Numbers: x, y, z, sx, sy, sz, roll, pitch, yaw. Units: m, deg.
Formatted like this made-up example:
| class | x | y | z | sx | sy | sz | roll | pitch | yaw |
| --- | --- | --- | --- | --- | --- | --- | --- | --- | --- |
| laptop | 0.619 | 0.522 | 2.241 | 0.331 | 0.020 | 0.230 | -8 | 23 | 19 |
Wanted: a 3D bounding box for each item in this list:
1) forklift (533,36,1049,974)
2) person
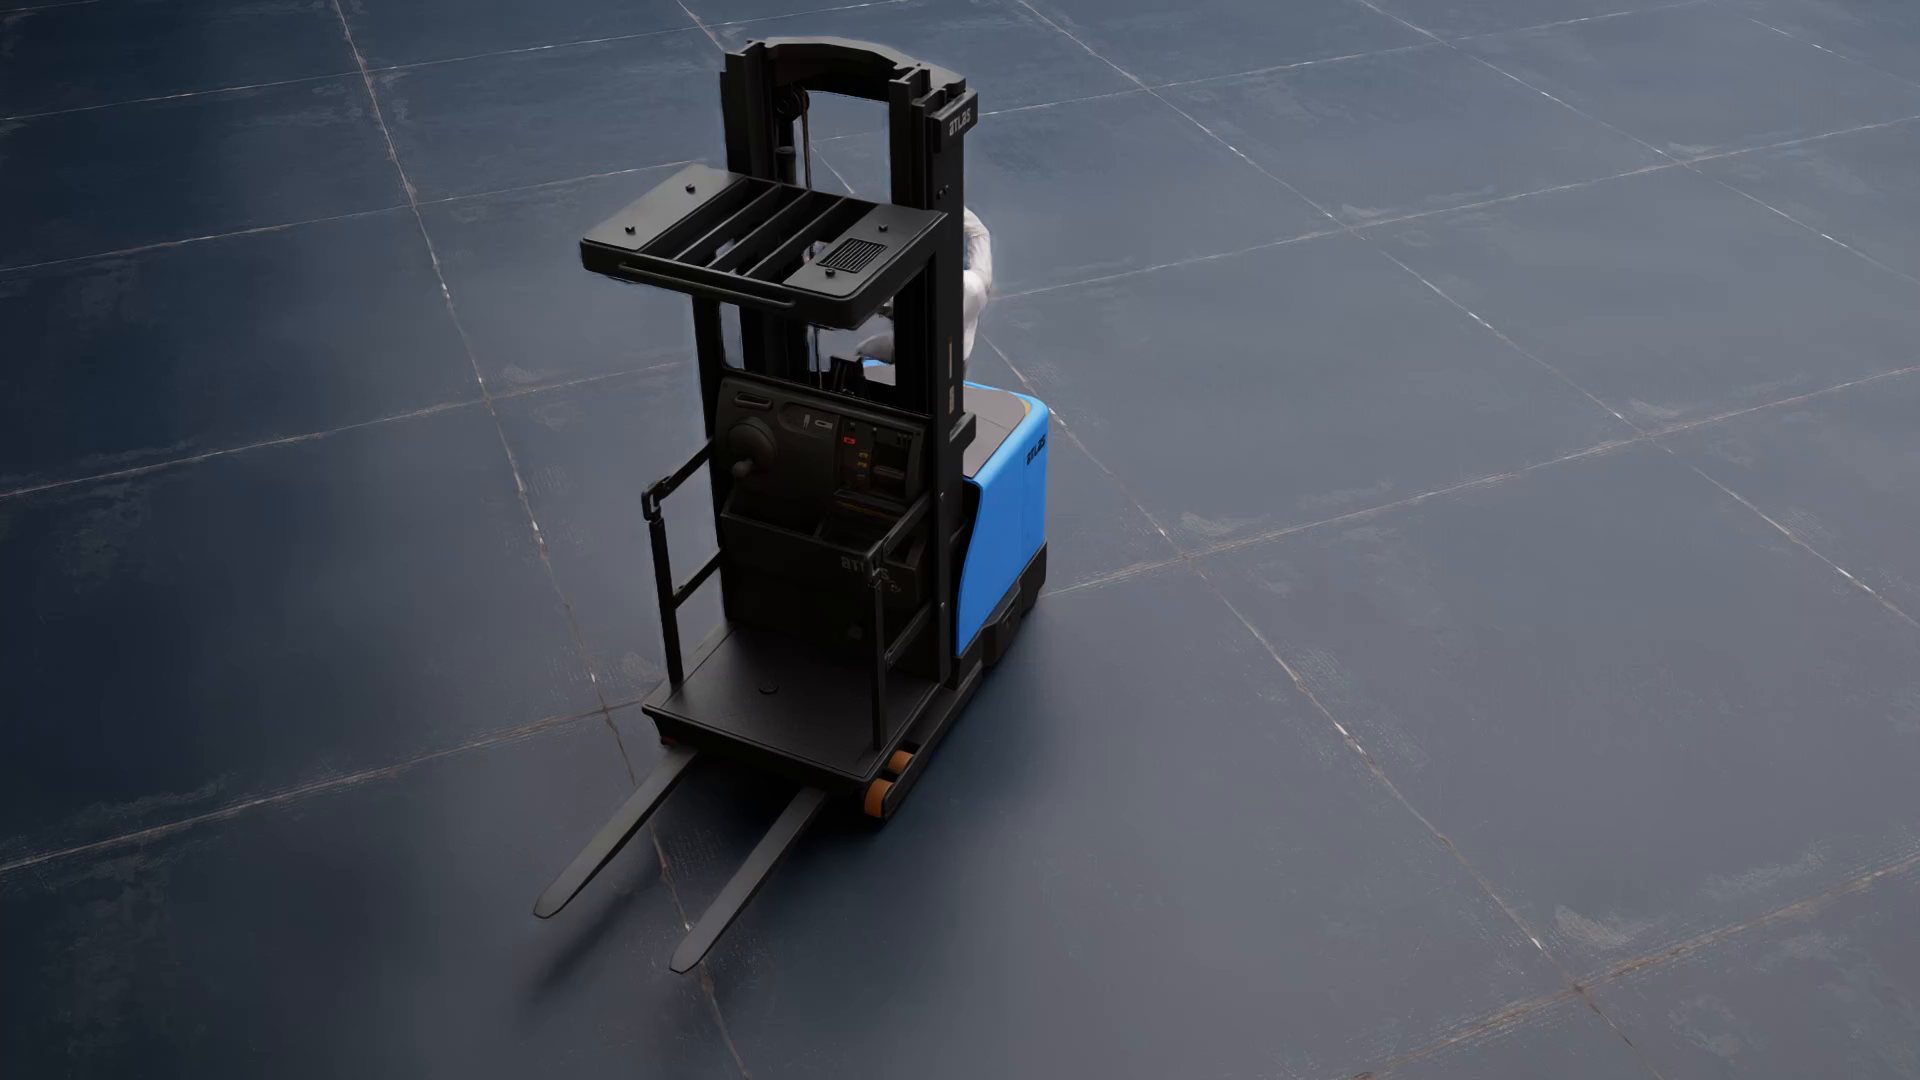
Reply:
| class | x | y | z | sx | sy | sz | roll | pitch | yaw |
| --- | --- | --- | --- | --- | --- | --- | --- | --- | --- |
| forklift | -0.661 | -0.315 | 6.542 | 1.130 | 2.935 | 3.031 | 15 | 38 | 20 |
| person | -0.347 | -1.067 | 8.761 | 1.058 | 1.620 | 0.848 | -13 | 38 | -18 |
